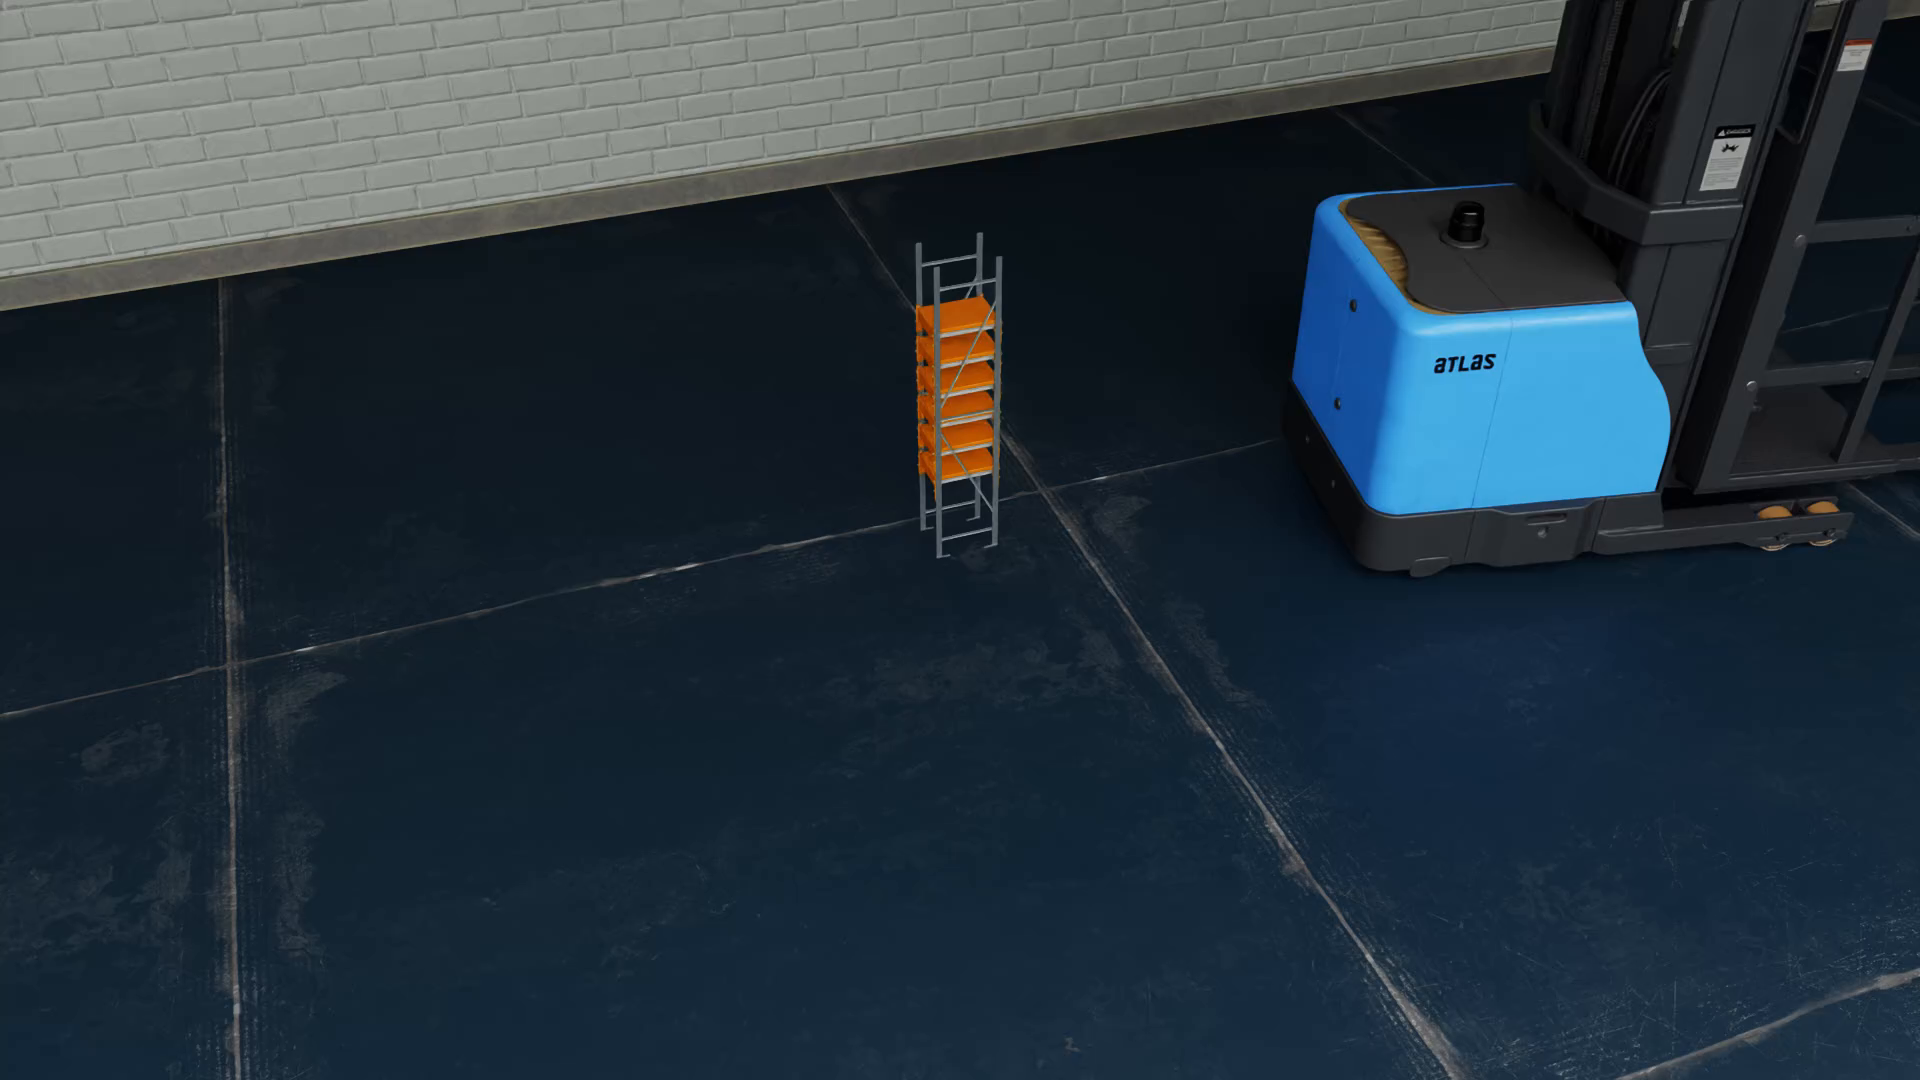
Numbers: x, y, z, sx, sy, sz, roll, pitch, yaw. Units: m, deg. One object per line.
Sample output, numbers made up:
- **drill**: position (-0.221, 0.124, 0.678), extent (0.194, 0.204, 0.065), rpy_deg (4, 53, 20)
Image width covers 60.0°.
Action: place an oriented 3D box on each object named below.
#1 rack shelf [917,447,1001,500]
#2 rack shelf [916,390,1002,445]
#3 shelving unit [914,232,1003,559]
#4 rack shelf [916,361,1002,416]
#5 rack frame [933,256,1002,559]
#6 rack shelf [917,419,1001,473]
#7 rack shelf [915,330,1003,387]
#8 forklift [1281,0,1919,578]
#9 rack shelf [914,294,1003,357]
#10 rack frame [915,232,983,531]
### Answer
- **rack shelf**: position (-0.005, -0.260, 6.071), extent (0.258, 0.103, 0.180), rpy_deg (-12, 39, -16)
- **rack shelf**: position (-0.005, -0.452, 5.927), extent (0.258, 0.103, 0.180), rpy_deg (-12, 39, -16)
- **shelving unit**: position (-0.005, -0.487, 5.900), extent (0.258, 1.200, 0.189), rpy_deg (-12, 39, -16)
- **rack shelf**: position (-0.005, -0.548, 5.854), extent (0.258, 0.103, 0.180), rpy_deg (-12, 39, -16)
- **rack frame**: position (0.026, -0.436, 5.831), extent (0.240, 1.200, 0.006), rpy_deg (-12, 39, -16)
- **rack shelf**: position (-0.005, -0.356, 5.999), extent (0.258, 0.103, 0.180), rpy_deg (-12, 39, -16)
- **rack shelf**: position (-0.005, -0.644, 5.782), extent (0.258, 0.103, 0.180), rpy_deg (-12, 39, -16)
- **forklift**: position (2.862, -1.441, 5.727), extent (3.031, 2.935, 1.130), rpy_deg (-5, 37, -7)
- **rack shelf**: position (-0.005, -0.739, 5.710), extent (0.258, 0.103, 0.180), rpy_deg (-12, 39, -16)
- **rack frame**: position (-0.036, -0.539, 5.968), extent (0.240, 1.200, 0.006), rpy_deg (-12, 39, -16)
